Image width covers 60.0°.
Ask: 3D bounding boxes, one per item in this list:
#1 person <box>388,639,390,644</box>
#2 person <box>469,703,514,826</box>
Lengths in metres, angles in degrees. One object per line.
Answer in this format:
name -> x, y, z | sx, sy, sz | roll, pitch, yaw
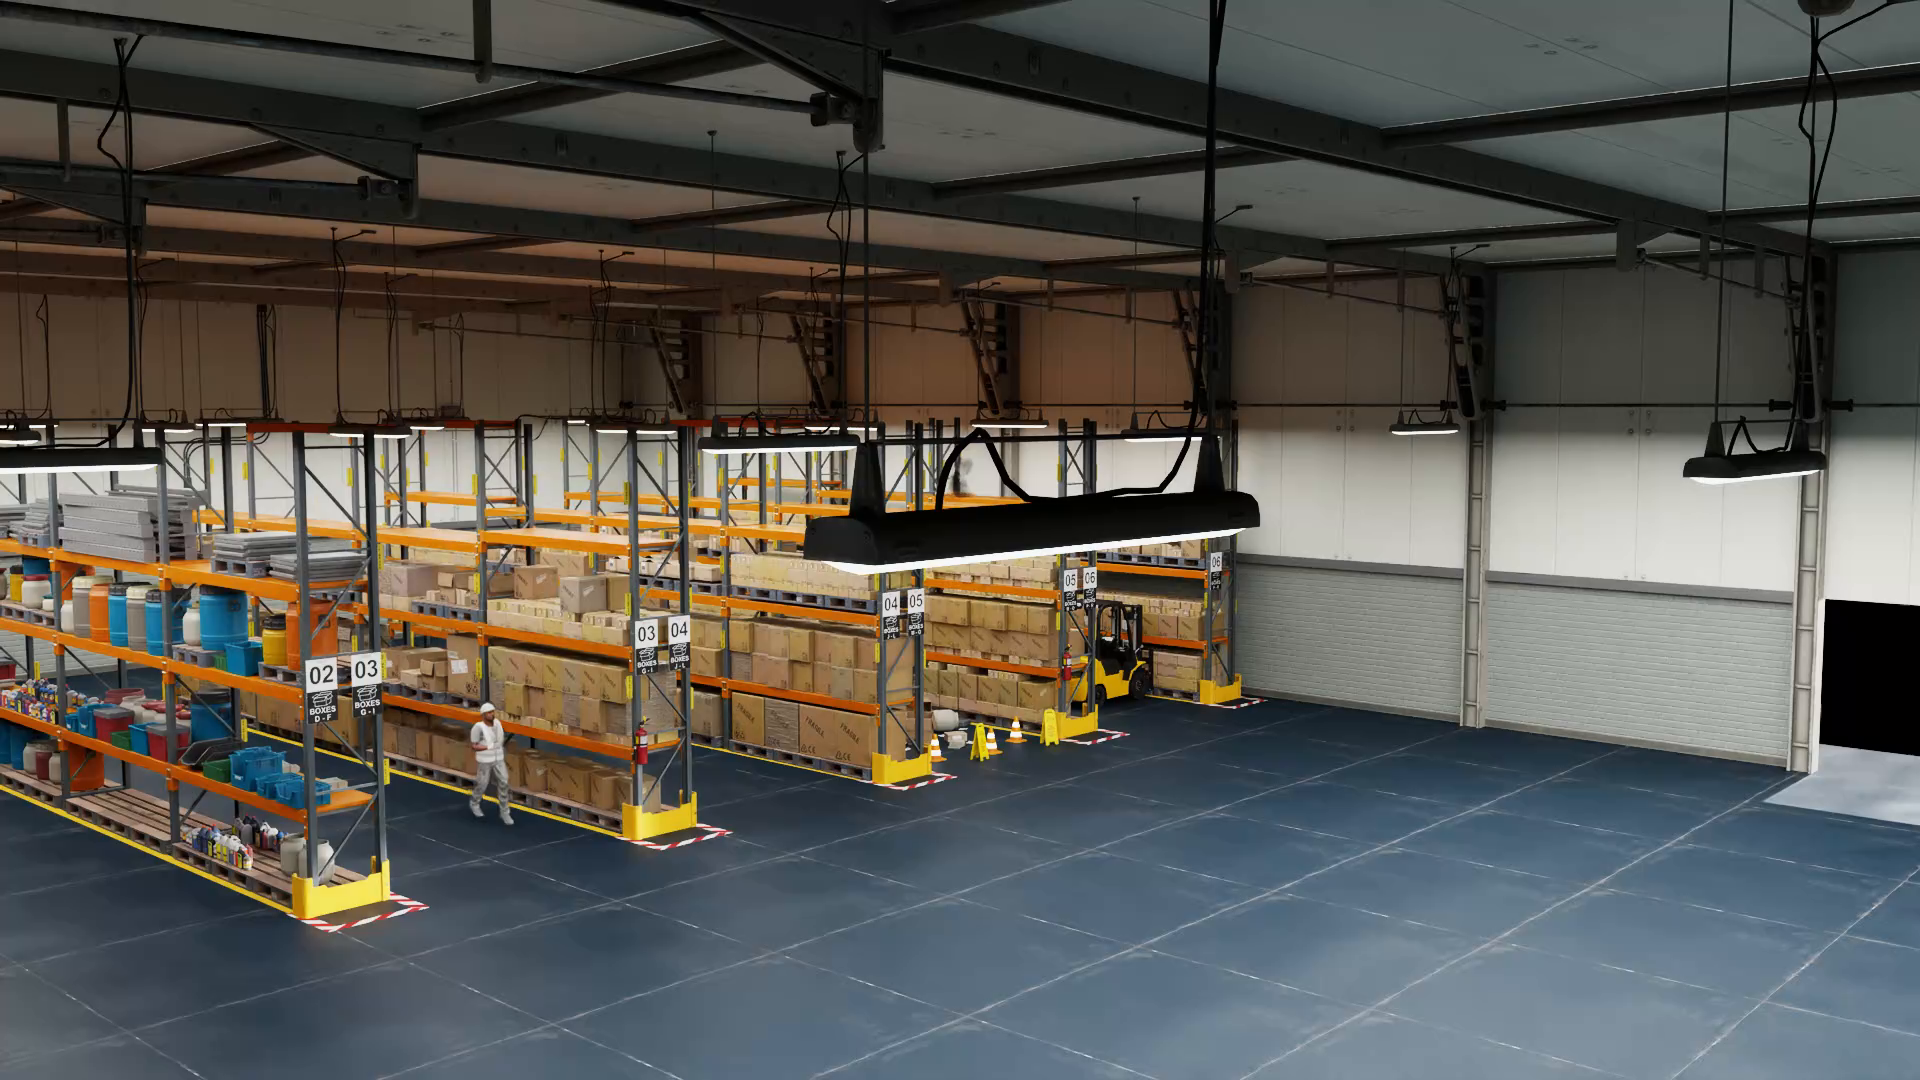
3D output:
person -> -11.689, 2.763, 33.665 | 0.889, 1.646, 0.562 | 3, 5, 31
person -> -7.122, 3.369, 25.147 | 0.871, 1.832, 0.667 | 4, 6, 40
